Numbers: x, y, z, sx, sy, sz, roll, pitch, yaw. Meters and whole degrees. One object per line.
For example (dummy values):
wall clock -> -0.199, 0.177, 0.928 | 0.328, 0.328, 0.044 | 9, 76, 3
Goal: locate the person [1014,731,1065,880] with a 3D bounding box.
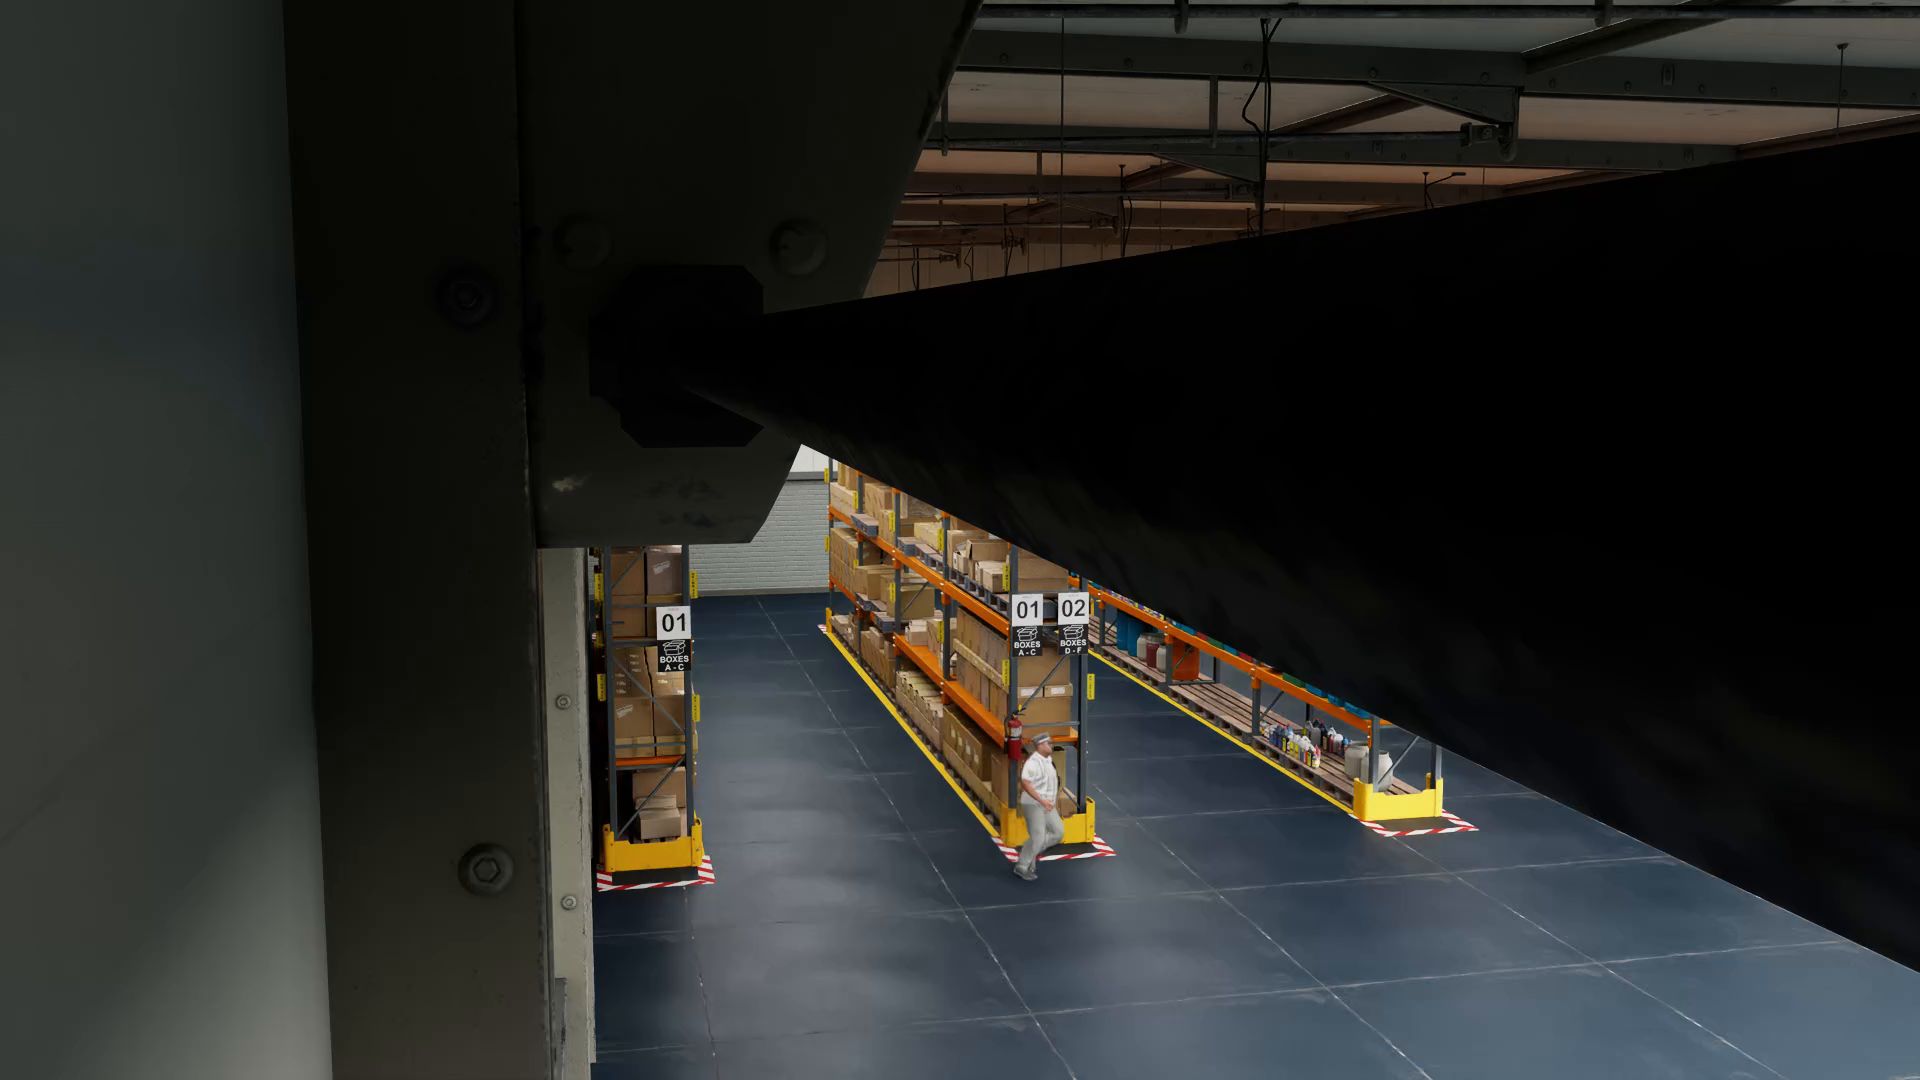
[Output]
person -> 0.990, 3.134, 19.819 | 0.532, 1.719, 0.717 | 4, 8, 29

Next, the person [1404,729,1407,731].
person -> 7.430, 2.366, 26.726 | 0.583, 1.694, 0.765 | -2, 7, -17

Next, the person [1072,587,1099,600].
person -> 3.129, 0.723, 40.559 | 0.966, 1.749, 0.677 | 1, 7, 6
